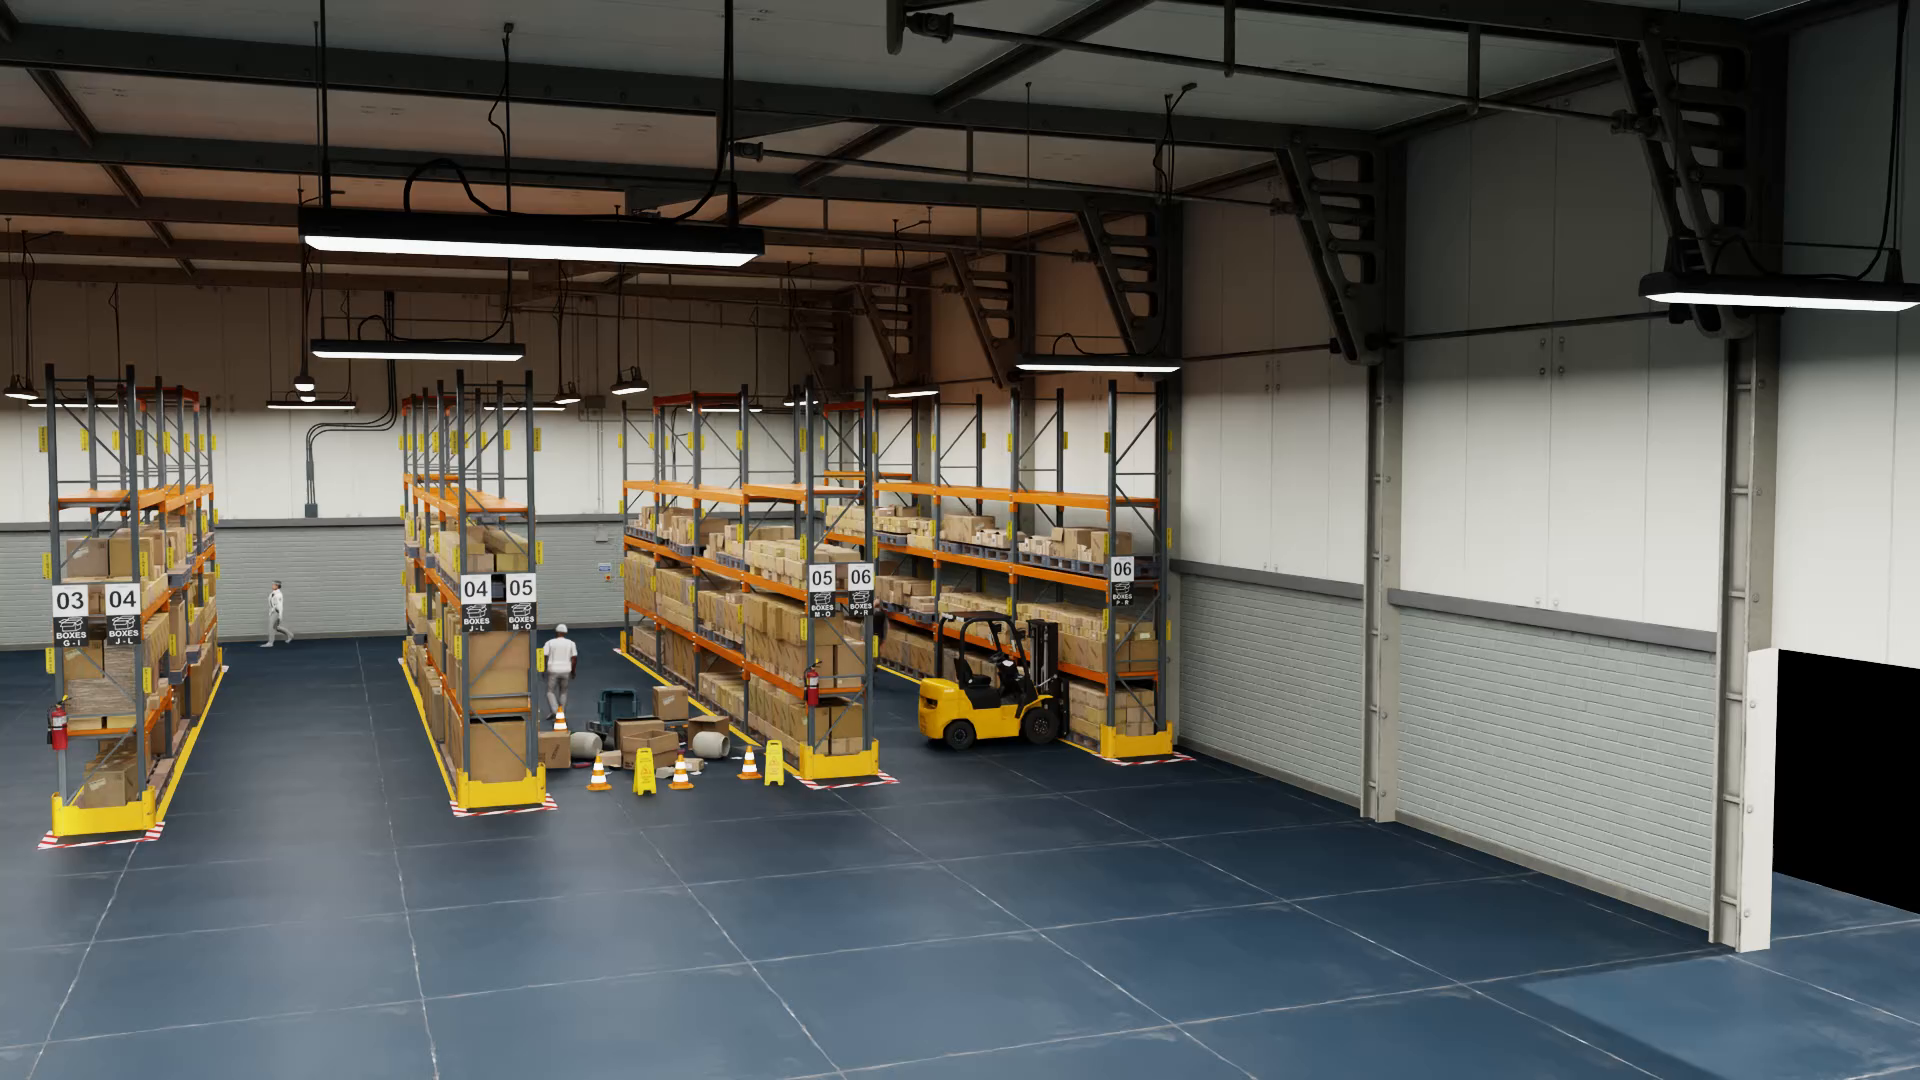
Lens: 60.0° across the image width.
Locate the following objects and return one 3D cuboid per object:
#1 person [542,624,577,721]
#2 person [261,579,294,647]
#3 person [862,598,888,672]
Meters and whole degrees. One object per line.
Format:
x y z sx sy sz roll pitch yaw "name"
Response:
-7.186 2.393 29.855 0.629 1.734 0.700 -1 4 -18 "person"
-16.759 1.782 40.857 0.820 1.658 0.513 -3 4 -40 "person"
-1.826 2.000 34.234 0.650 1.600 0.533 -2 4 -26 "person"
